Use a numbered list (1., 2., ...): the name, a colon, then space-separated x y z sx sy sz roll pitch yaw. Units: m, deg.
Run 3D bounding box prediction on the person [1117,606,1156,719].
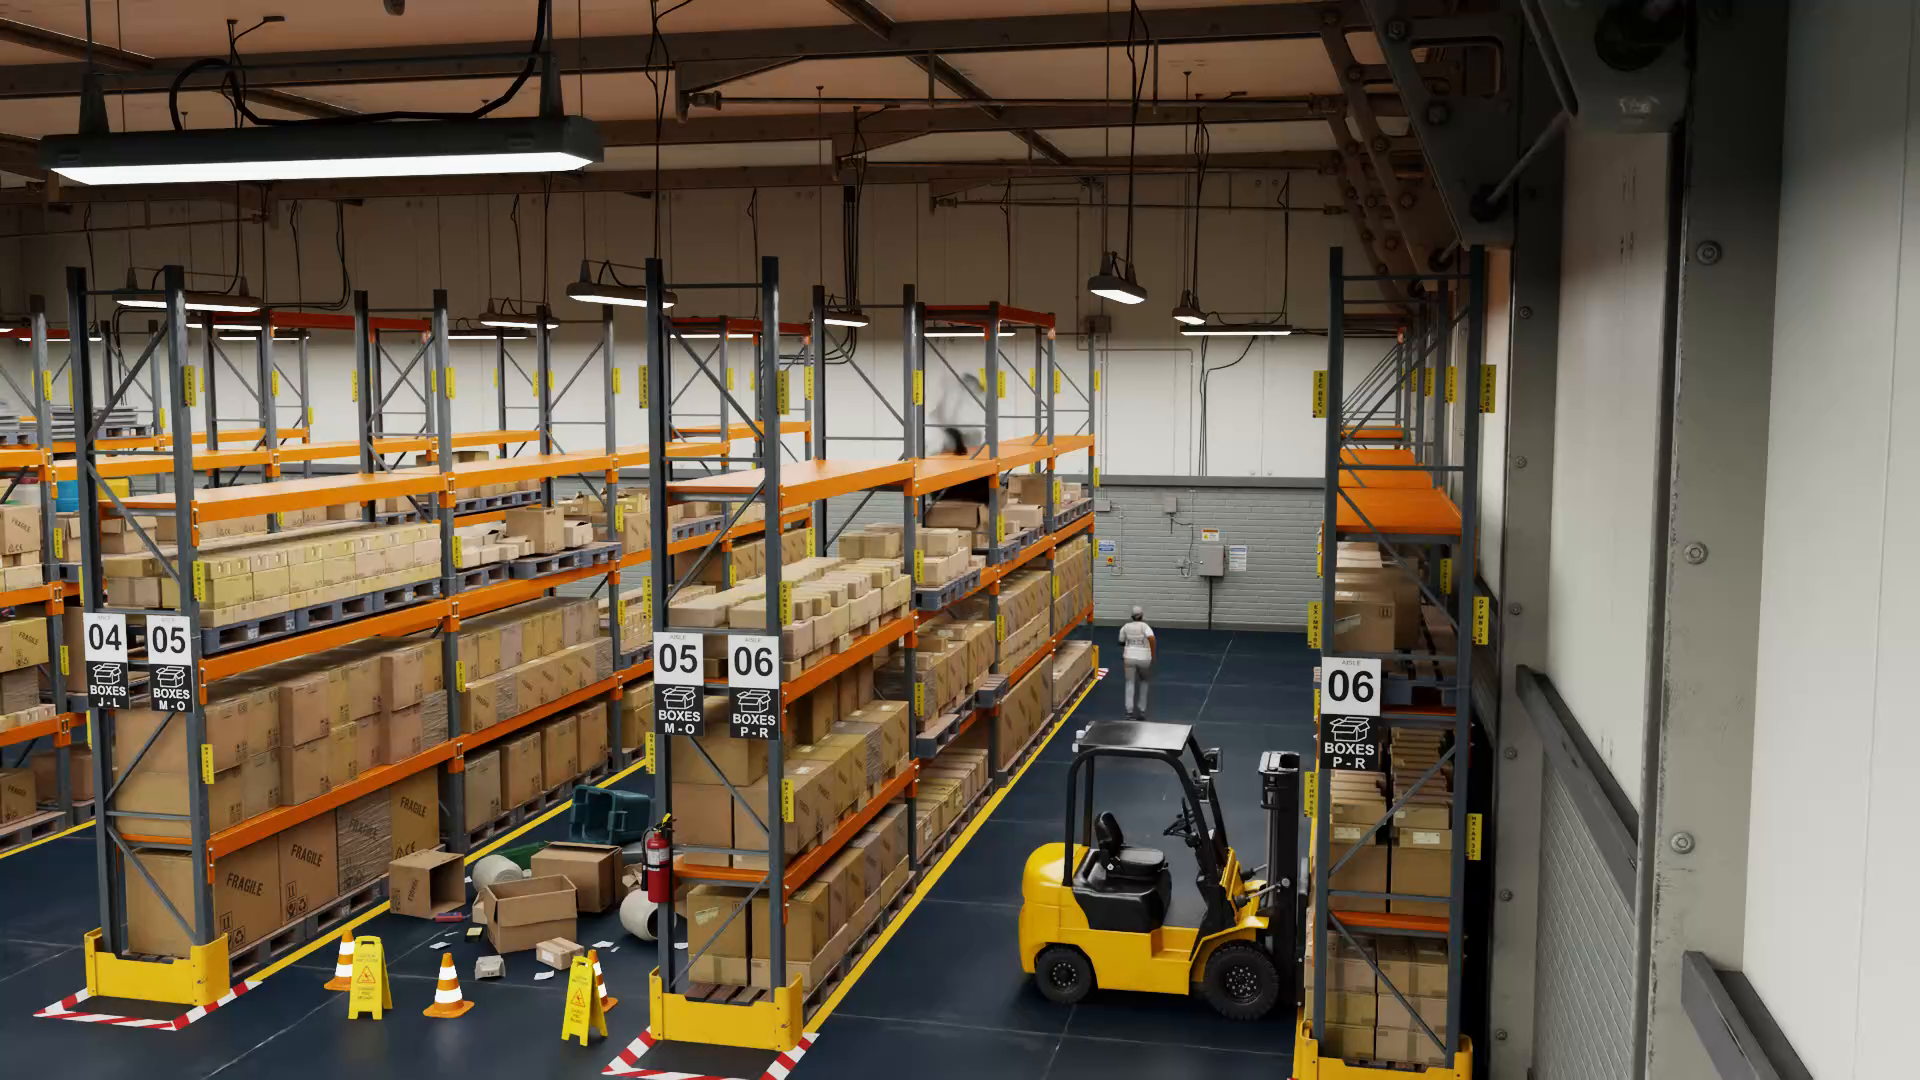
1. person: 2.604 1.837 24.555 0.580 1.710 0.854 1 6 9
